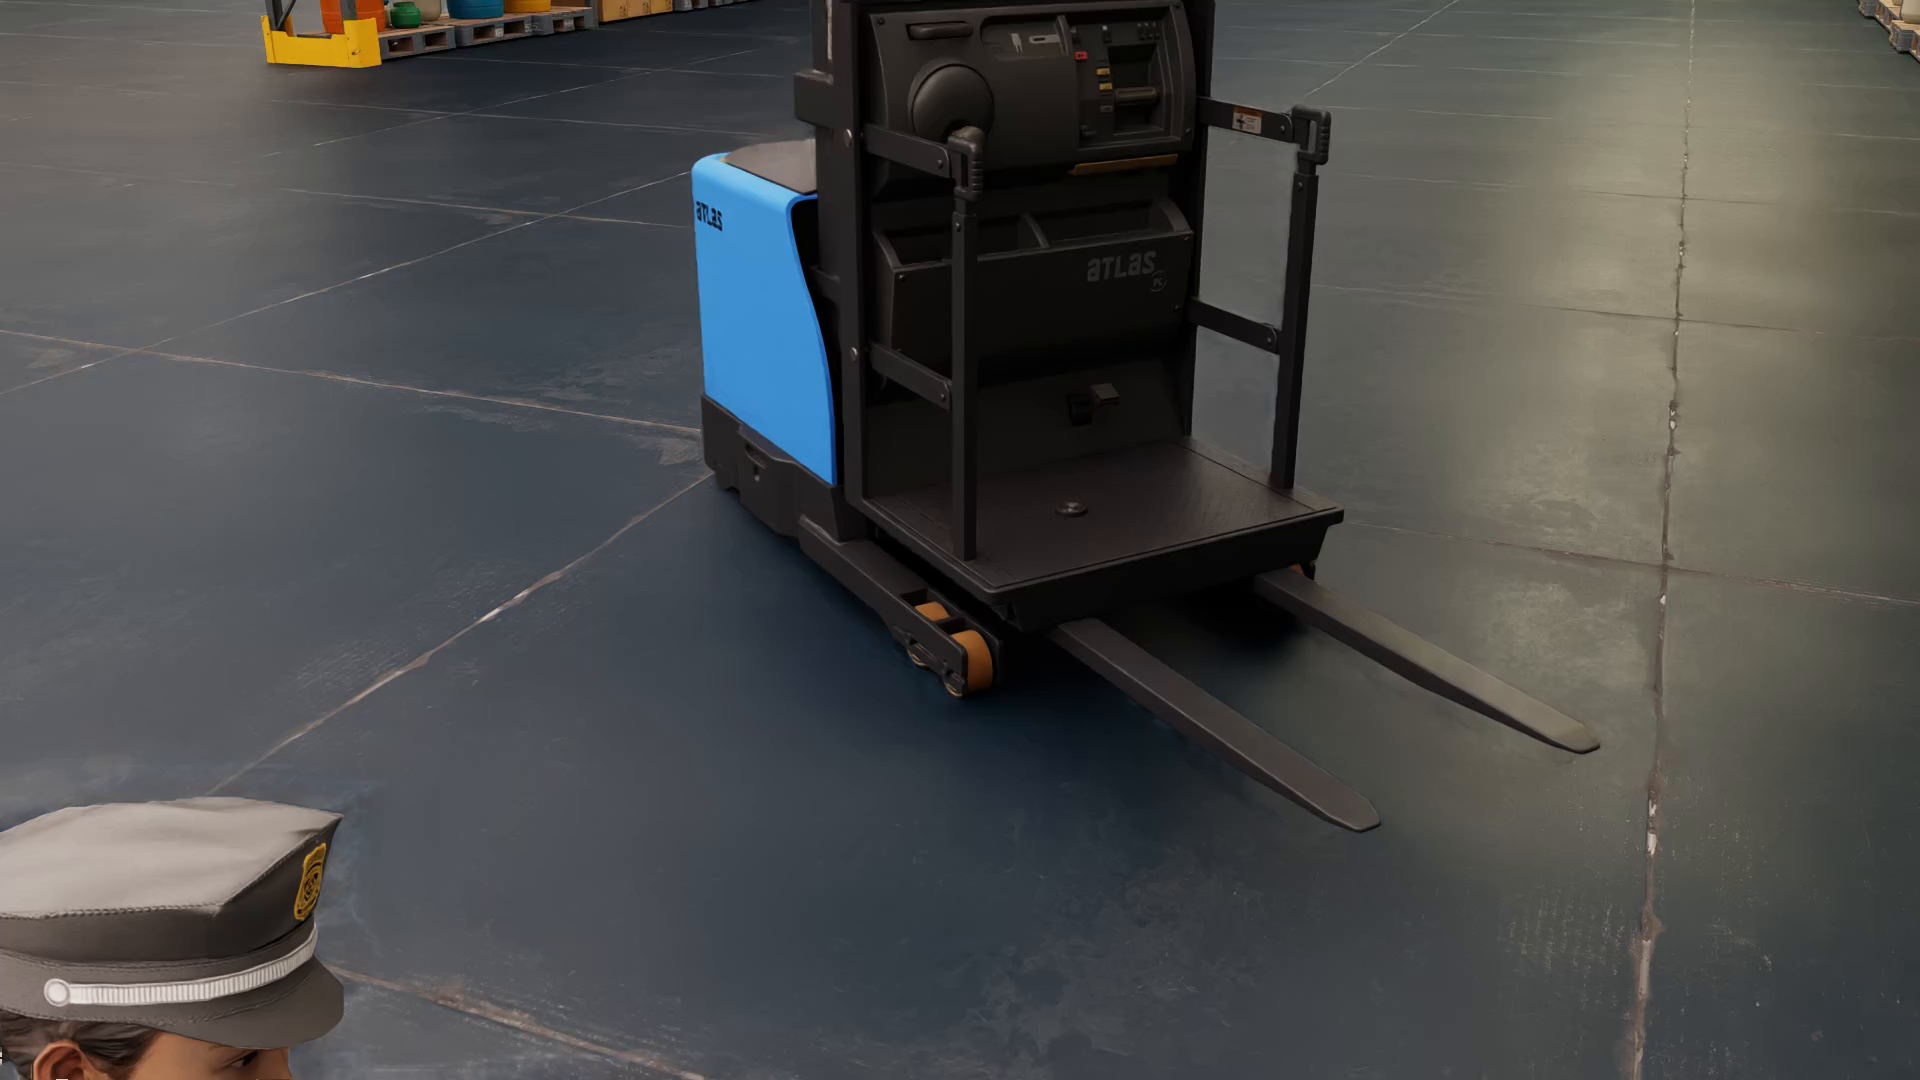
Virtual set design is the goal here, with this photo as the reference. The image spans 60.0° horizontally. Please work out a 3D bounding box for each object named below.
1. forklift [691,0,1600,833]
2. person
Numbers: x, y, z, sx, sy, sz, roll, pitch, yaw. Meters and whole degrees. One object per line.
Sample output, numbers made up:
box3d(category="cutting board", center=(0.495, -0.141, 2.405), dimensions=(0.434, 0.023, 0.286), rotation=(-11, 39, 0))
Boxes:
box3d(category="forklift", center=(0.310, -1.161, 4.070), dimensions=(1.130, 2.935, 3.031), rotation=(-12, 26, -27))
box3d(category="person", center=(-0.398, 0.887, 1.195), dimensions=(0.889, 1.389, 0.933), rotation=(1, 23, 2))
